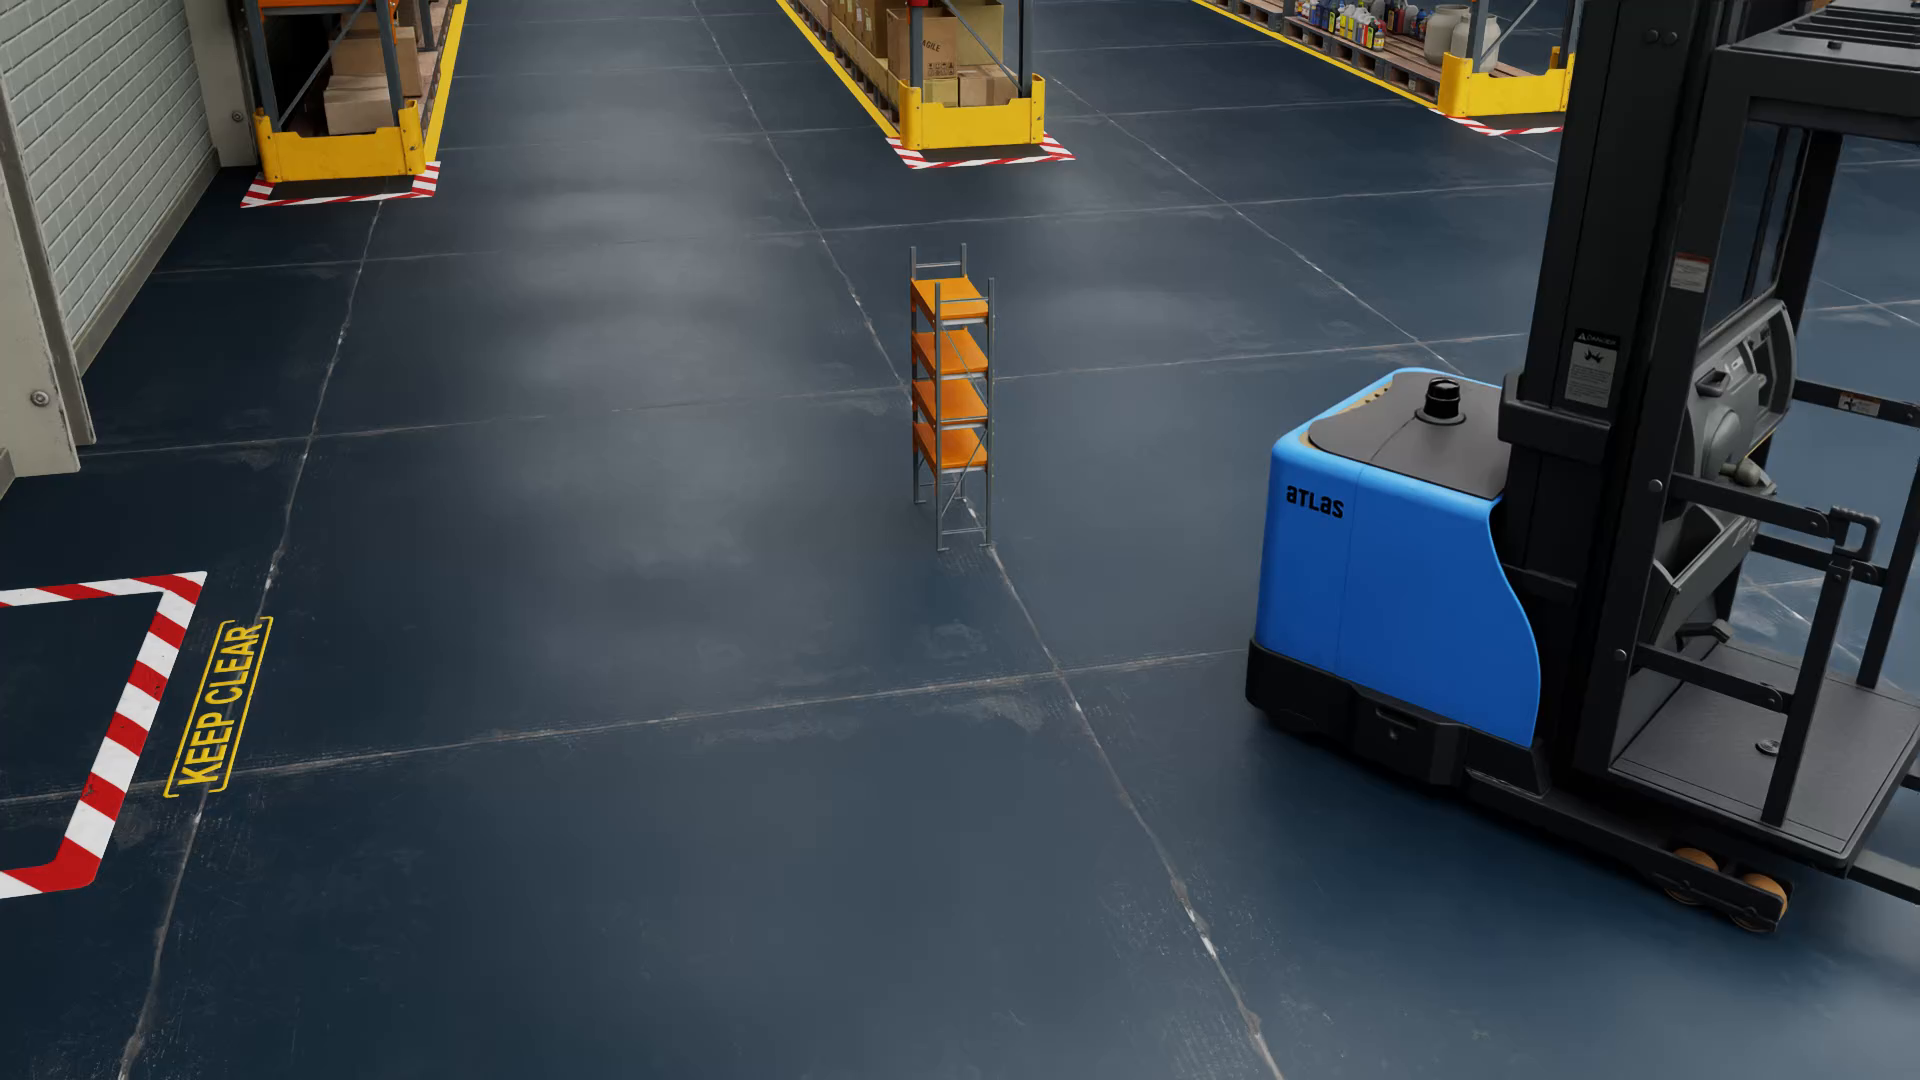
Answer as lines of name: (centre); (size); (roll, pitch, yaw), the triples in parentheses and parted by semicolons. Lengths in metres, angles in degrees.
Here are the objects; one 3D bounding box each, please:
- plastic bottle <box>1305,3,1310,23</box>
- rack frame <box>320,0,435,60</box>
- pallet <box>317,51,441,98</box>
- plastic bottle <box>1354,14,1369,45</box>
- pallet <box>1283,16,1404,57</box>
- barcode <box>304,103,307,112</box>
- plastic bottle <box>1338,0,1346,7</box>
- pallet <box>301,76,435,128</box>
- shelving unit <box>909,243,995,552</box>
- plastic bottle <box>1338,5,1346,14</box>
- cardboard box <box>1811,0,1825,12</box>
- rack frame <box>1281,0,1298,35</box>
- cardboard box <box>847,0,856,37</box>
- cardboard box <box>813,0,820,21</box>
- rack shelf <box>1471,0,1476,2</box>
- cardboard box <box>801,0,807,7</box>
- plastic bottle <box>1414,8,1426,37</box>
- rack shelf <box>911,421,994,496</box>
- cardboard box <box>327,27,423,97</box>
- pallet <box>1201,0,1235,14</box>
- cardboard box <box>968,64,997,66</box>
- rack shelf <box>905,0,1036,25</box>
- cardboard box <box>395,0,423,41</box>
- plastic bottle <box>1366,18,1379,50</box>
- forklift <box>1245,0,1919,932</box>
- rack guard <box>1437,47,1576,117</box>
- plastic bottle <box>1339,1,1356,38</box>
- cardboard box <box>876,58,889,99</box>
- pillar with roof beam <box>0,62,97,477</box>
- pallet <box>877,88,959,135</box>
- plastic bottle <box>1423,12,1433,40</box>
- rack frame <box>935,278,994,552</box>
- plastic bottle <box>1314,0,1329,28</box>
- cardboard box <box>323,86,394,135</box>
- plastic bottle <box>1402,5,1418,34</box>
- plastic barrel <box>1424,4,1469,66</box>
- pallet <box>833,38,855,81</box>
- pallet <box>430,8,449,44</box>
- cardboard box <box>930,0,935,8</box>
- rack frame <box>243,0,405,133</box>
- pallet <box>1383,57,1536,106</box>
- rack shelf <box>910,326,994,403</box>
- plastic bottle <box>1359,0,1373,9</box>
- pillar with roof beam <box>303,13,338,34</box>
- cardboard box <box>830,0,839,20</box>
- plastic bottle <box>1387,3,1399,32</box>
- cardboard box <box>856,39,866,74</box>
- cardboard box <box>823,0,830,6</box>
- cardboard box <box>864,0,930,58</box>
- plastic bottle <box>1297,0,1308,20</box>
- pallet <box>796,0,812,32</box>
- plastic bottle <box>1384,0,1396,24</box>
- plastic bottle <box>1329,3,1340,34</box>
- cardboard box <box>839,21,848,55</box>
plastic bottle: (3.708, -5.585, 17.603); (0.097, 0.201, 0.097); (0, 27, 0)
rack frame: (-5.634, -5.905, 15.620); (1.000, 3.000, 0.127); (-6, 27, -12)
pallet: (-5.449, -4.369, 15.672); (1.003, 0.211, 1.213); (-6, 27, -12)
plastic bottle: (4.017, -5.072, 16.504); (0.152, 0.276, 0.135); (-7, 28, -13)
pallet: (4.128, -5.367, 17.649); (1.003, 0.211, 1.213); (-6, 27, -12)
barcode: (-5.195, -3.429, 13.201); (0.001, 0.075, 0.075); (-6, 27, -12)
plastic bottle: (3.936, -5.543, 17.355); (0.144, 0.351, 0.185); (-6, 27, -12)
pallet: (-5.170, -3.832, 14.609); (1.003, 0.211, 1.213); (-6, 27, -12)
shelving unit: (-0.037, -0.608, 7.124); (0.258, 1.200, 0.503); (-6, 27, -12)
plastic bottle: (3.908, -5.349, 17.059); (0.097, 0.271, 0.097); (0, 27, 0)
cardboard box: (9.247, -5.791, 17.702); (0.500, 0.500, 0.500); (-8, 28, -16)
rack frame: (4.018, -6.911, 17.614); (1.000, 3.000, 0.127); (-6, 27, -12)
cardboard box: (-0.784, -5.030, 15.640); (0.500, 0.500, 0.500); (-6, 27, -12)
cardboard box: (-1.297, -5.745, 17.888); (0.500, 0.250, 0.500); (-6, 27, -12)
rack shelf: (4.468, -5.712, 16.036); (1.077, 0.370, 4.000); (-6, 27, -12)
cardboard box: (-1.526, -6.193, 18.776); (0.500, 0.250, 0.500); (-5, 27, -11)
plastic bottle: (4.669, -5.244, 16.851); (0.097, 0.271, 0.097); (0, 27, 0)
rack shelf: (-0.037, -0.371, 7.243); (0.258, 0.148, 0.480); (-6, 27, -12)
cardboard box: (-5.046, -4.120, 14.369); (0.700, 0.500, 0.500); (-8, 28, -15)
pallet: (3.525, -6.544, 19.980); (1.003, 0.211, 1.213); (-6, 27, -12)
cardboard box: (0.072, -4.091, 14.612); (0.500, 0.250, 0.500); (-6, 27, -12)
rack shelf: (-0.358, -5.211, 15.043); (1.077, 0.370, 4.000); (-6, 27, -12)
cardboard box: (-5.817, -5.307, 16.721); (0.700, 0.500, 0.500); (-5, 27, -10)
plastic bottle: (4.034, -4.950, 16.255); (0.061, 0.283, 0.133); (-5, 27, -10)
forklift: (2.475, -0.415, 4.818); (3.031, 2.935, 1.130); (21, 34, 35)
rack guard: (4.856, -4.068, 14.754); (1.175, 0.500, 0.348); (-6, 27, -12)
plastic bottle: (3.934, -5.259, 16.792); (0.144, 0.351, 0.185); (-6, 27, -12)
cardboard box: (-0.441, -4.037, 14.506); (0.500, 0.250, 0.500); (-6, 27, -12)
pillar with roof beam: (-0.187, -4.850, 6.872); (9.100, 9.000, 0.400); (-6, 27, -12)
pallet: (-0.121, -3.740, 14.426); (1.003, 0.211, 1.213); (-6, 27, -12)
plastic bottle: (4.714, -5.156, 16.675); (0.097, 0.271, 0.097); (0, 27, 0)
rack frame: (0.018, -0.501, 6.911); (0.240, 1.200, 0.015); (-6, 27, -12)
plastic bottle: (3.795, -5.528, 17.326); (0.144, 0.351, 0.185); (-5, 27, -10)
cardboard box: (-4.801, -3.458, 13.268); (0.500, 0.311, 0.500); (-9, 28, -17)
plastic bottle: (4.592, -5.340, 17.036); (0.152, 0.276, 0.135); (-5, 27, -11)
plastic barrel: (4.583, -4.733, 15.594); (0.421, 0.512, 0.421); (0, 27, 0)
pallet: (-0.671, -4.812, 16.548); (1.003, 0.211, 1.213); (-6, 27, -12)
pallet: (-6.090, -5.539, 17.989); (1.003, 0.211, 1.213); (-6, 27, -12)
cardboard box: (-0.051, -4.644, 14.875); (0.500, 0.500, 0.500); (-6, 27, -12)
rack frame: (-4.733, -4.149, 12.141); (1.000, 3.000, 0.127); (-6, 27, -12)
pallet: (4.678, -4.296, 15.527); (1.003, 0.211, 1.213); (-6, 27, -12)
rack shelf: (-0.037, -0.748, 7.053); (0.258, 0.148, 0.480); (-6, 27, -12)
plastic bottle: (4.303, -5.657, 17.580); (0.144, 0.351, 0.185); (-6, 27, -12)
pillar with roof beam: (-2.891, -10.118, 17.309); (9.100, 9.000, 0.400); (-6, 27, -12)
cardboard box: (-1.010, -5.469, 16.510); (0.500, 0.500, 0.500); (-6, 27, -12)
plastic bottle: (4.466, -5.394, 17.134); (0.061, 0.283, 0.133); (-6, 27, -12)
cardboard box: (-0.666, -4.476, 15.375); (0.500, 0.250, 0.500); (-6, 27, -12)
cardboard box: (-1.180, -5.769, 17.313); (0.500, 0.311, 0.500); (-6, 27, -12)
cardboard box: (-0.558, -4.591, 14.771); (0.500, 0.500, 0.500); (-6, 27, -12)
plastic bottle: (3.662, -5.705, 17.764); (0.097, 0.271, 0.097); (0, 27, 0)
pallet: (-1.292, -6.021, 18.945); (1.003, 0.211, 1.213); (-6, 27, -12)
plastic bottle: (4.487, -5.587, 17.442); (0.144, 0.351, 0.185); (-7, 28, -14)
plastic bottle: (3.835, -5.339, 17.025); (0.061, 0.283, 0.133); (-5, 27, -9)
cardboard box: (-0.892, -4.915, 16.245); (0.500, 0.250, 0.500); (-6, 27, -12)
